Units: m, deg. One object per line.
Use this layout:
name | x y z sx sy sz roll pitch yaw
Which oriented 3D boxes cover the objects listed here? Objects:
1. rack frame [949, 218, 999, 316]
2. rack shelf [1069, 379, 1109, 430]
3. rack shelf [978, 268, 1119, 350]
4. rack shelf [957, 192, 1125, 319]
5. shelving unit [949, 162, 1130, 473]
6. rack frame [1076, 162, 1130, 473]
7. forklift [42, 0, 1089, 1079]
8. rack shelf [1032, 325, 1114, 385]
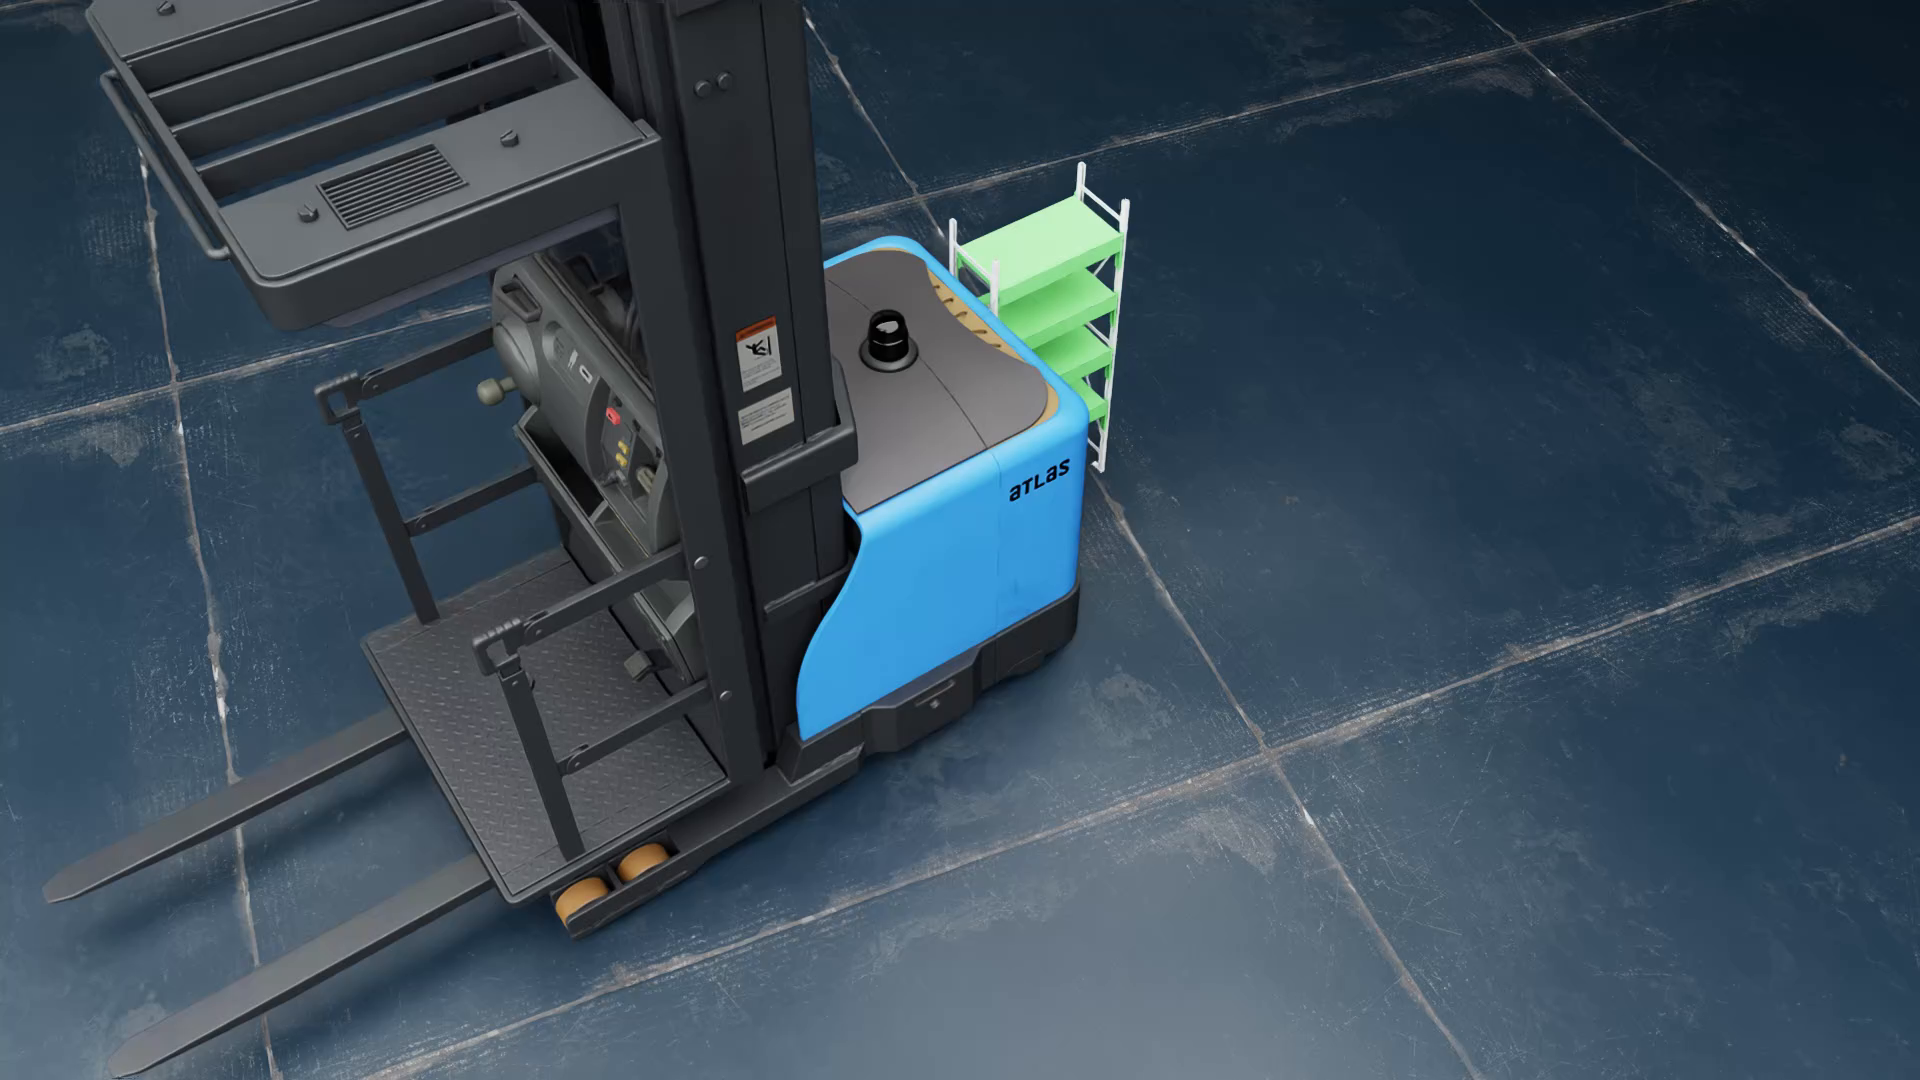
rack frame | 0.041 -0.499 5.387 0.015 1.200 0.240 -28 55 -22
rack shelf | 0.242 -0.406 5.708 0.480 0.148 0.258 -28 55 -22
rack shelf | 0.242 -0.719 5.344 0.480 0.148 0.258 -28 55 -22
rack shelf | 0.242 -0.875 5.162 0.480 0.148 0.258 -28 55 -22
shelving unit | 0.242 -0.604 5.478 0.503 1.200 0.258 -28 55 -22
rack frame | 0.442 -0.710 5.569 0.015 1.200 0.240 -28 55 -22
forklift | -1.121 -0.289 4.066 3.031 2.935 1.130 -28 55 -22
rack shelf | 0.242 -0.562 5.526 0.480 0.148 0.258 -28 55 -22
